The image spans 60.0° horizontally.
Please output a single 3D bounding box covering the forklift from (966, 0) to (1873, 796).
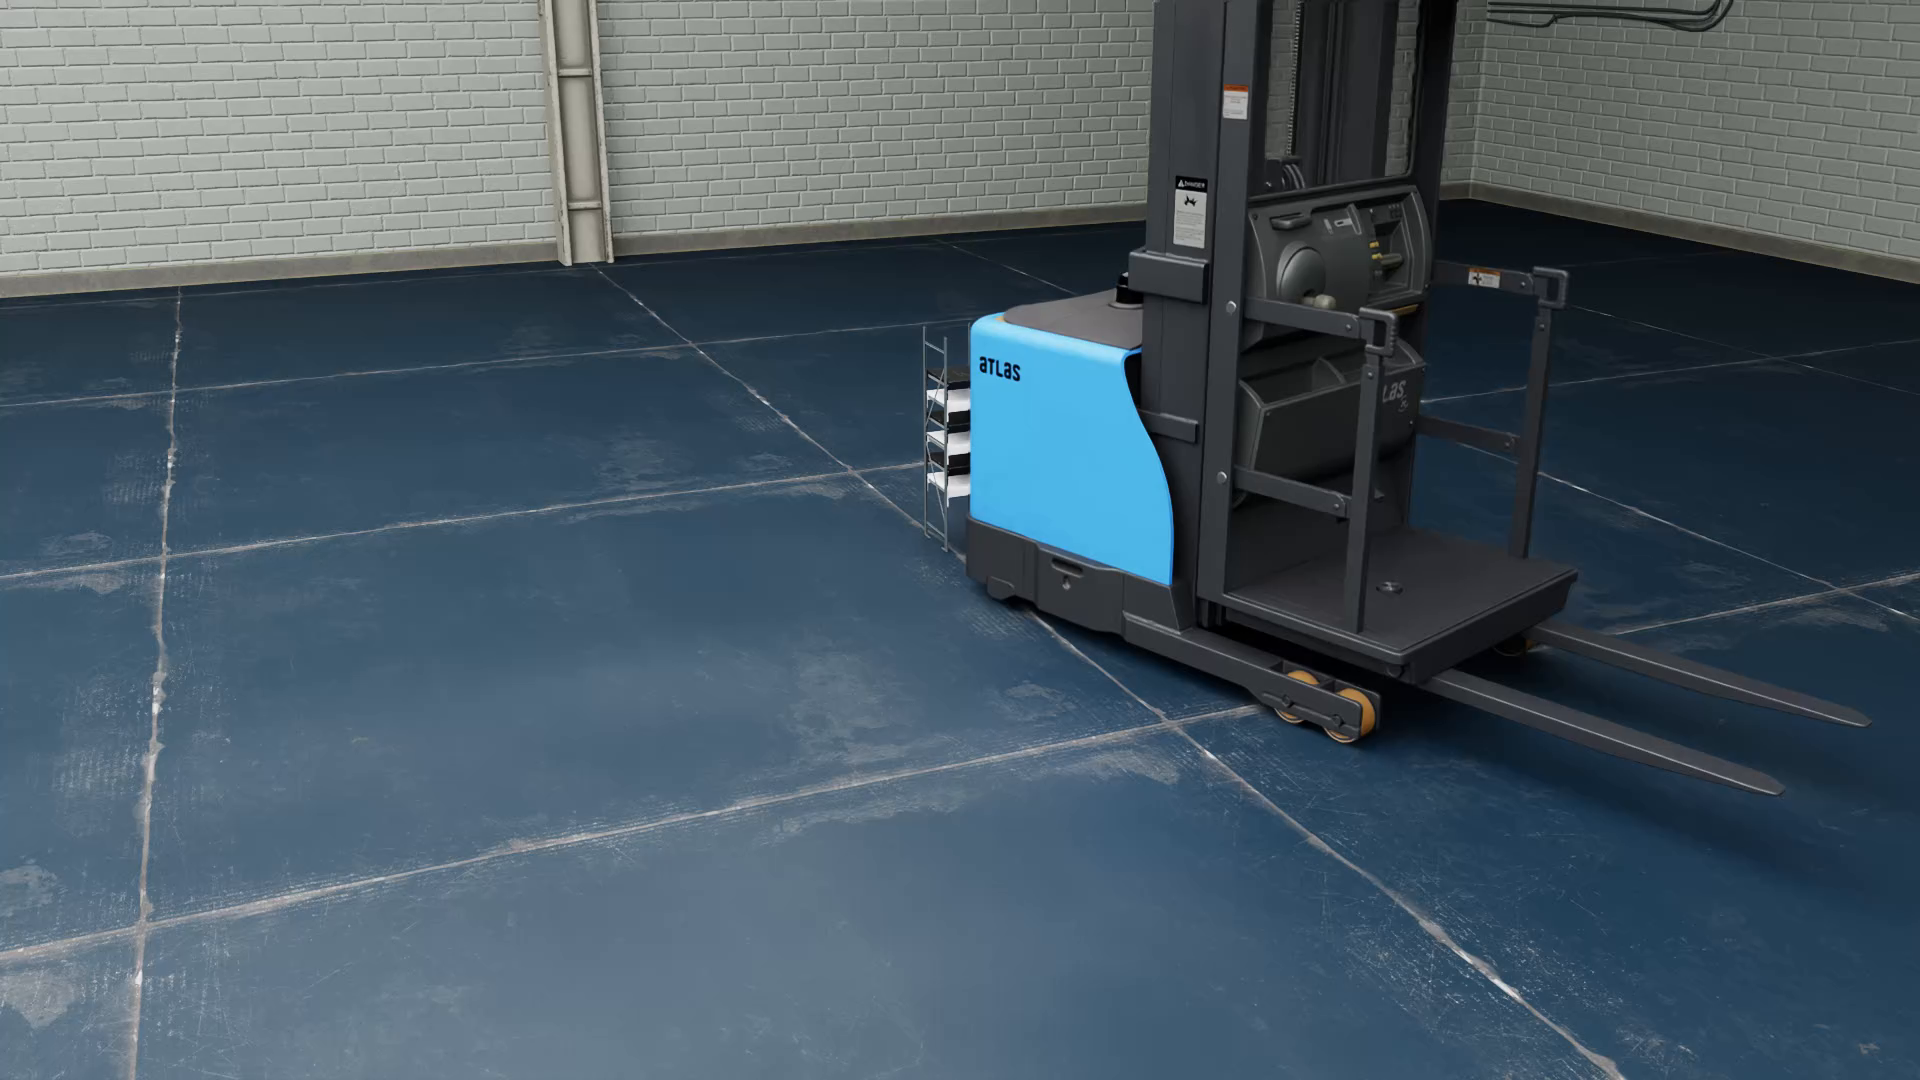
[{"bbox_3d":[1.392,-0.938,5.272,1.130,2.935,3.031,-17,26,-40],"label":"forklift"}]

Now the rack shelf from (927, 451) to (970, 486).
[{"bbox_3d":[-0.007,-0.307,6.911,0.200,0.077,0.258,-8,21,-22],"label":"rack shelf"}]

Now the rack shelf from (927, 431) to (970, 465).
[{"bbox_3d":[-0.007,-0.392,6.881,0.200,0.077,0.258,-8,21,-22],"label":"rack shelf"}]

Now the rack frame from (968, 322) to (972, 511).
[{"bbox_3d":[0.086,-0.437,6.908,0.006,0.900,0.240,-8,21,-22],"label":"rack frame"}]

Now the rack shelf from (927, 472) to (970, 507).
[{"bbox_3d":[-0.007,-0.222,6.940,0.200,0.077,0.258,-8,21,-22],"label":"rack shelf"}]

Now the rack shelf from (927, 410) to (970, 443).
[{"bbox_3d":[-0.007,-0.477,6.851,0.200,0.077,0.258,-8,21,-22],"label":"rack shelf"}]

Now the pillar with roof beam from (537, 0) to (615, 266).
[{"bbox_3d":[-1.312,-5.185,8.198,0.400,9.000,9.100,-8,21,-22],"label":"pillar with roof beam"}]

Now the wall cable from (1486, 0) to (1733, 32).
[{"bbox_3d":[5.721,-5.806,14.639,0.112,2.526,3.097,-8,21,-22],"label":"wall cable"}]

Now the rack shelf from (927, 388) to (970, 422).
[{"bbox_3d":[-0.007,-0.562,6.821,0.200,0.077,0.258,-8,21,-22],"label":"rack shelf"}]

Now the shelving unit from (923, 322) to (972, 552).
[{"bbox_3d":[-0.007,-0.423,6.870,0.210,0.900,0.258,-8,21,-22],"label":"shelving unit"}]

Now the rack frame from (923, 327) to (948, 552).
[{"bbox_3d":[-0.101,-0.410,6.832,0.006,0.900,0.240,-8,21,-22],"label":"rack frame"}]

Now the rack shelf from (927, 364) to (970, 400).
[{"bbox_3d":[-0.007,-0.647,6.791,0.200,0.077,0.258,-8,21,-22],"label":"rack shelf"}]
